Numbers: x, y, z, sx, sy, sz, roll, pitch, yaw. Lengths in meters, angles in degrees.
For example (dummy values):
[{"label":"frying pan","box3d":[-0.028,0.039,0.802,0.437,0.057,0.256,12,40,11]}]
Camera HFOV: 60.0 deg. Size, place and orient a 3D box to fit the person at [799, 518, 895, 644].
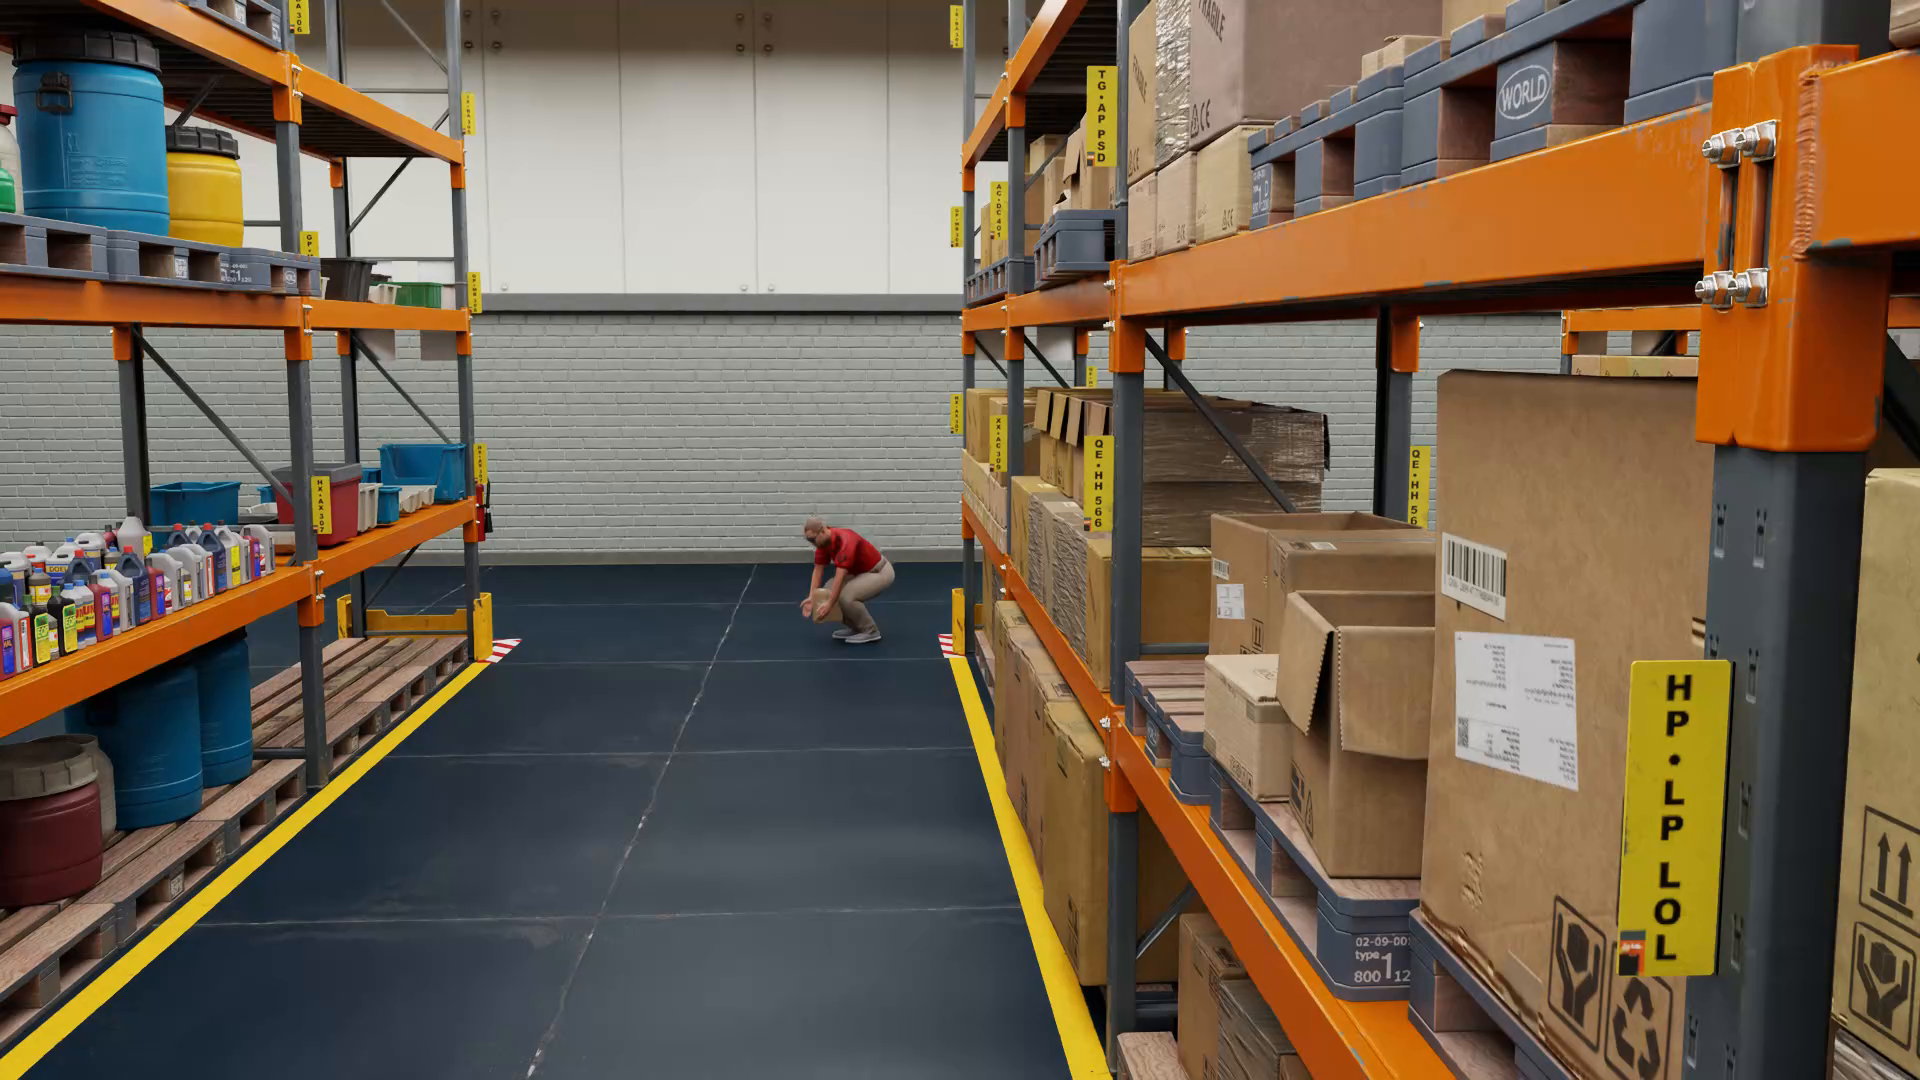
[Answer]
[{"label":"person","box3d":[-0.955,0.334,14.237,0.824,1.087,0.577,-3,8,-26]}]
